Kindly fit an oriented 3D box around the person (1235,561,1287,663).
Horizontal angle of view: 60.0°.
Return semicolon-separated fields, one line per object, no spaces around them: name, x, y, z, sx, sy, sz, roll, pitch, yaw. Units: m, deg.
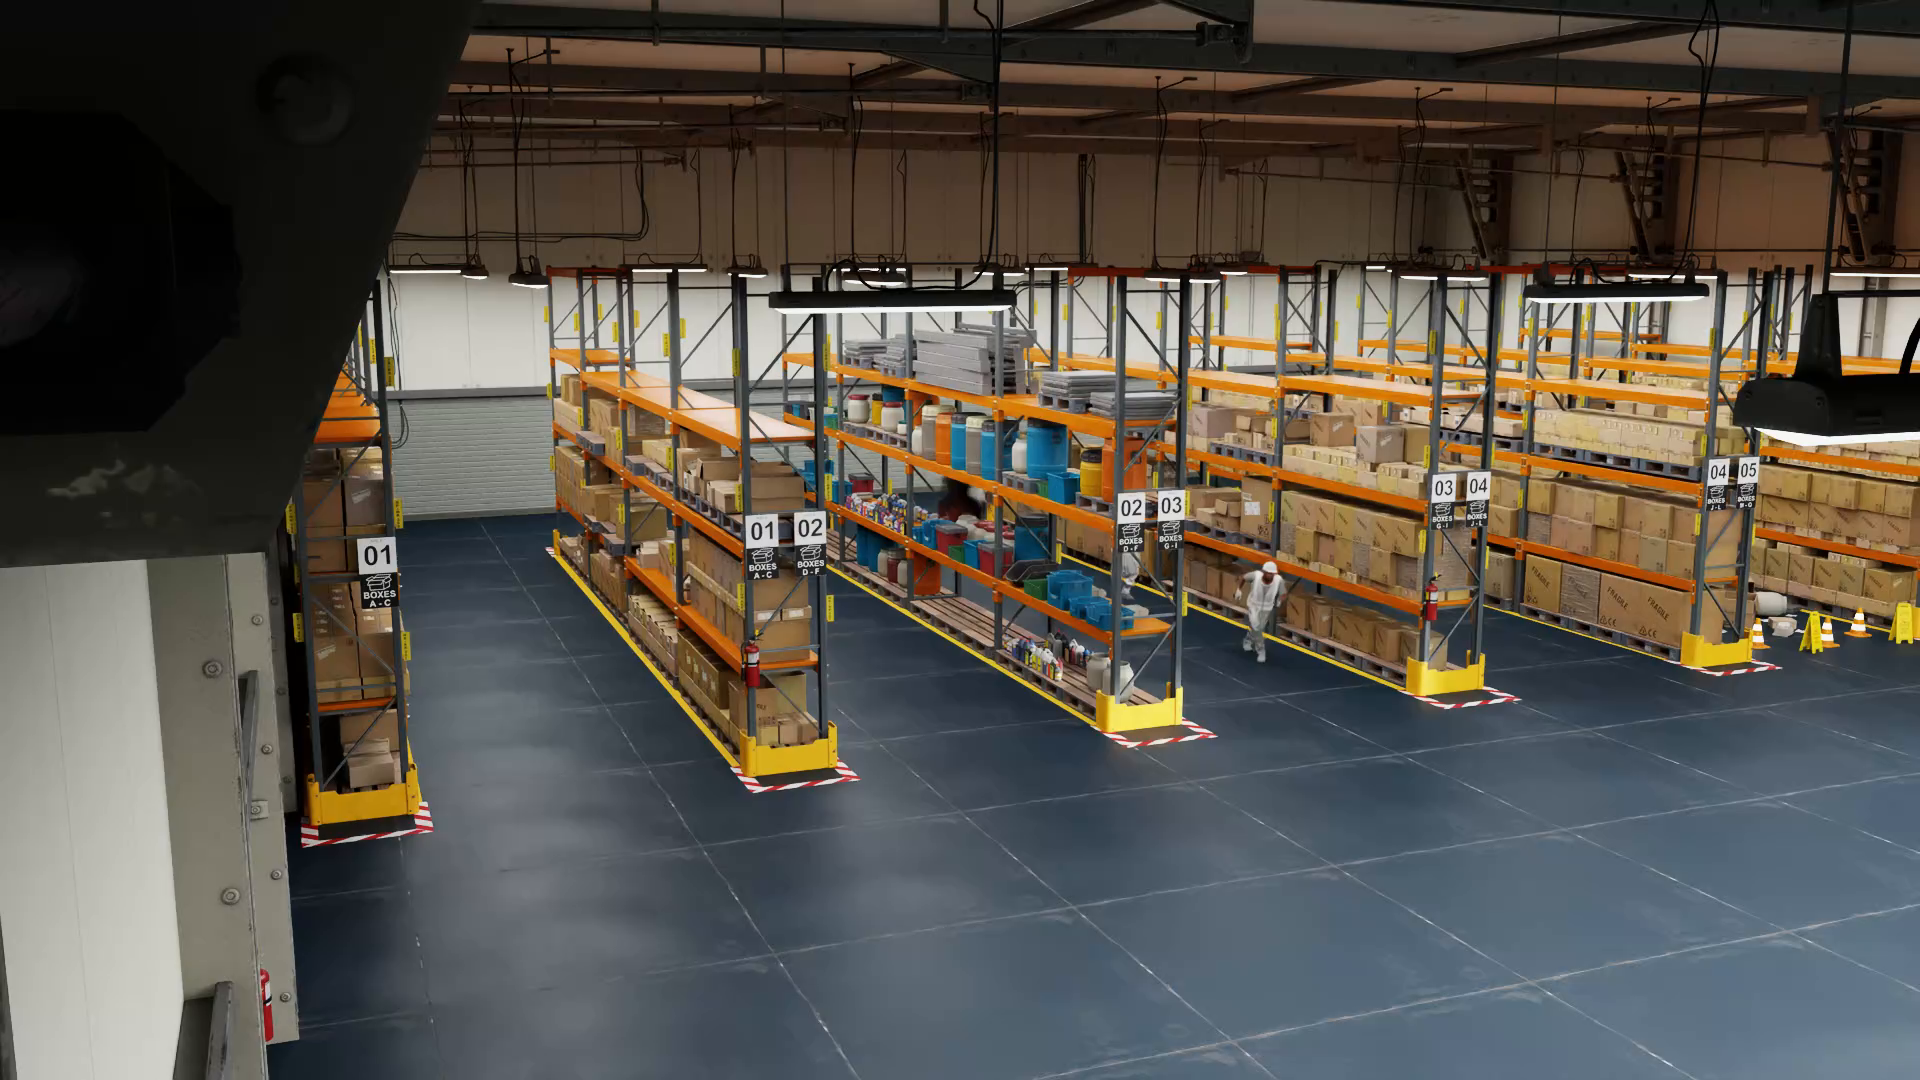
person;4.672;1.053;25.872;0.706;1.589;1.122;-1;10;-5

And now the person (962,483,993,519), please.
person;0.313;-0.828;36.406;0.786;1.703;0.660;-1;10;-5

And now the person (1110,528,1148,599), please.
person;2.968;0.163;29.098;0.646;1.726;0.716;-7;12;-36

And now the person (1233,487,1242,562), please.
person;5.424;-0.185;32.597;0.674;1.721;0.659;-5;11;-25
